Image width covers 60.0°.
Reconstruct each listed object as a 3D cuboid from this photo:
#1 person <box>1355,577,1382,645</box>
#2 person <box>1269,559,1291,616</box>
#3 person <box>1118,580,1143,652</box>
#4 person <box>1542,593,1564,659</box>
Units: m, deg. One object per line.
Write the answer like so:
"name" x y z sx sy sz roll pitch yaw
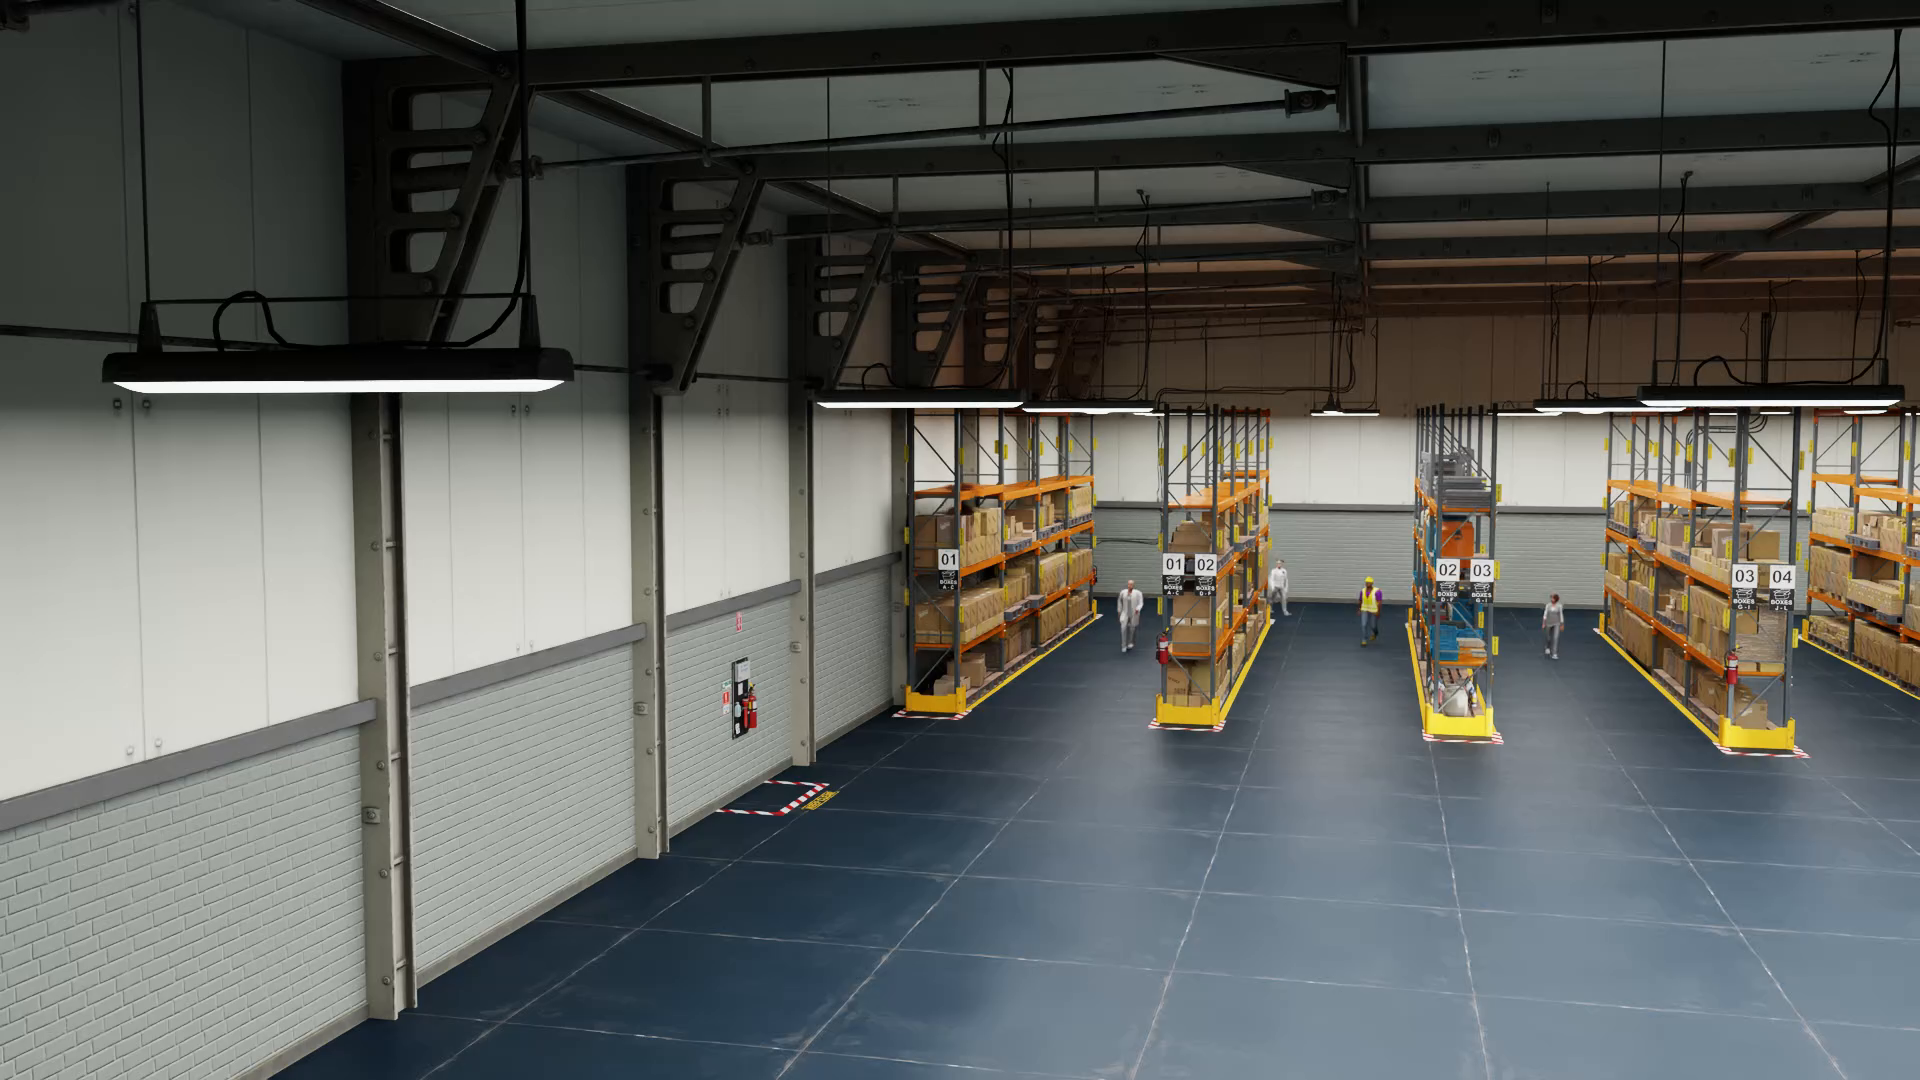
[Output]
"person" 10.324 1.789 41.982 0.675 1.731 0.677 2 5 28
"person" 9.318 1.365 48.485 0.611 1.631 1.004 -1 4 -16
"person" 4.215 1.894 41.221 0.661 1.815 0.935 1 4 13
"person" 14.200 2.039 39.821 0.503 1.556 0.823 1 4 13
